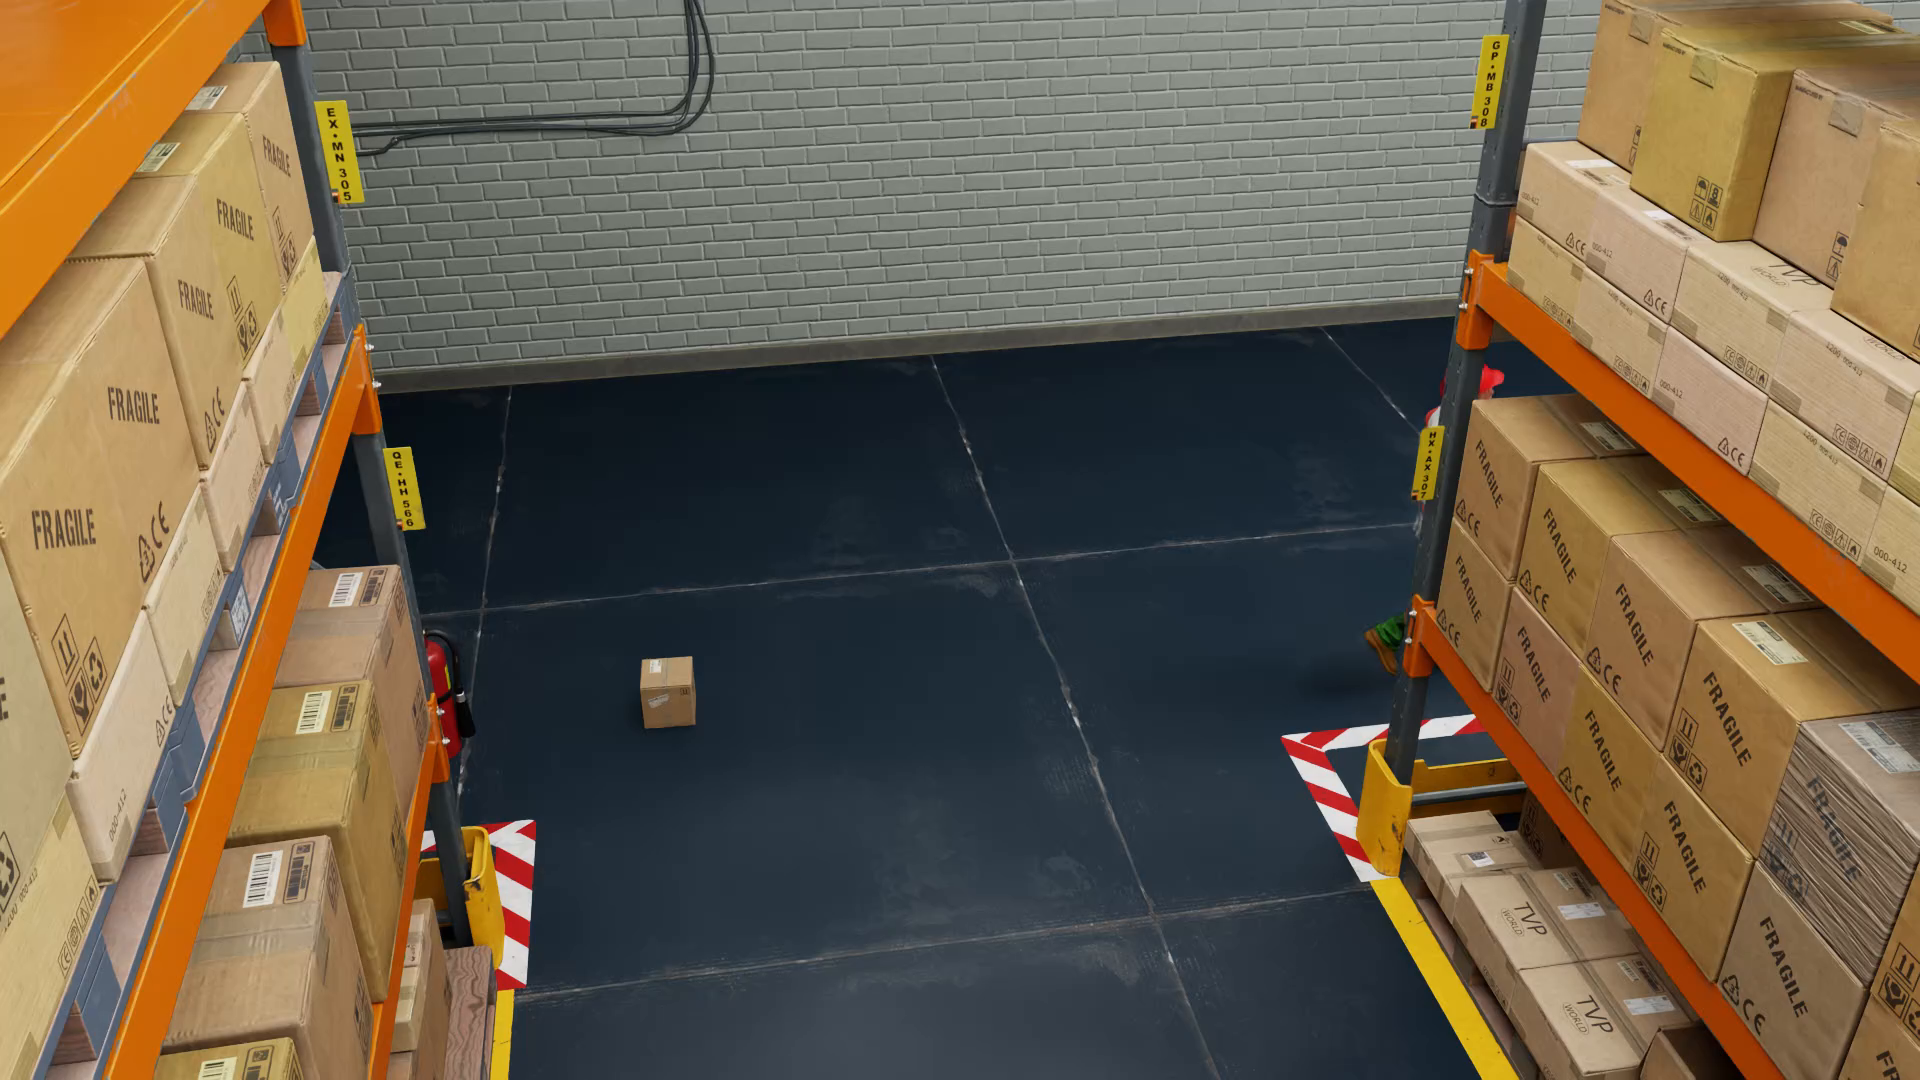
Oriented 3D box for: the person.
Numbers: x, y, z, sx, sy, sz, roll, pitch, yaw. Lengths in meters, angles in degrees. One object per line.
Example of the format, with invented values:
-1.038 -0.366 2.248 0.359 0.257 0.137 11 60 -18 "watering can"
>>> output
2.424 -0.074 8.219 0.742 1.772 0.539 0 30 0 "person"
